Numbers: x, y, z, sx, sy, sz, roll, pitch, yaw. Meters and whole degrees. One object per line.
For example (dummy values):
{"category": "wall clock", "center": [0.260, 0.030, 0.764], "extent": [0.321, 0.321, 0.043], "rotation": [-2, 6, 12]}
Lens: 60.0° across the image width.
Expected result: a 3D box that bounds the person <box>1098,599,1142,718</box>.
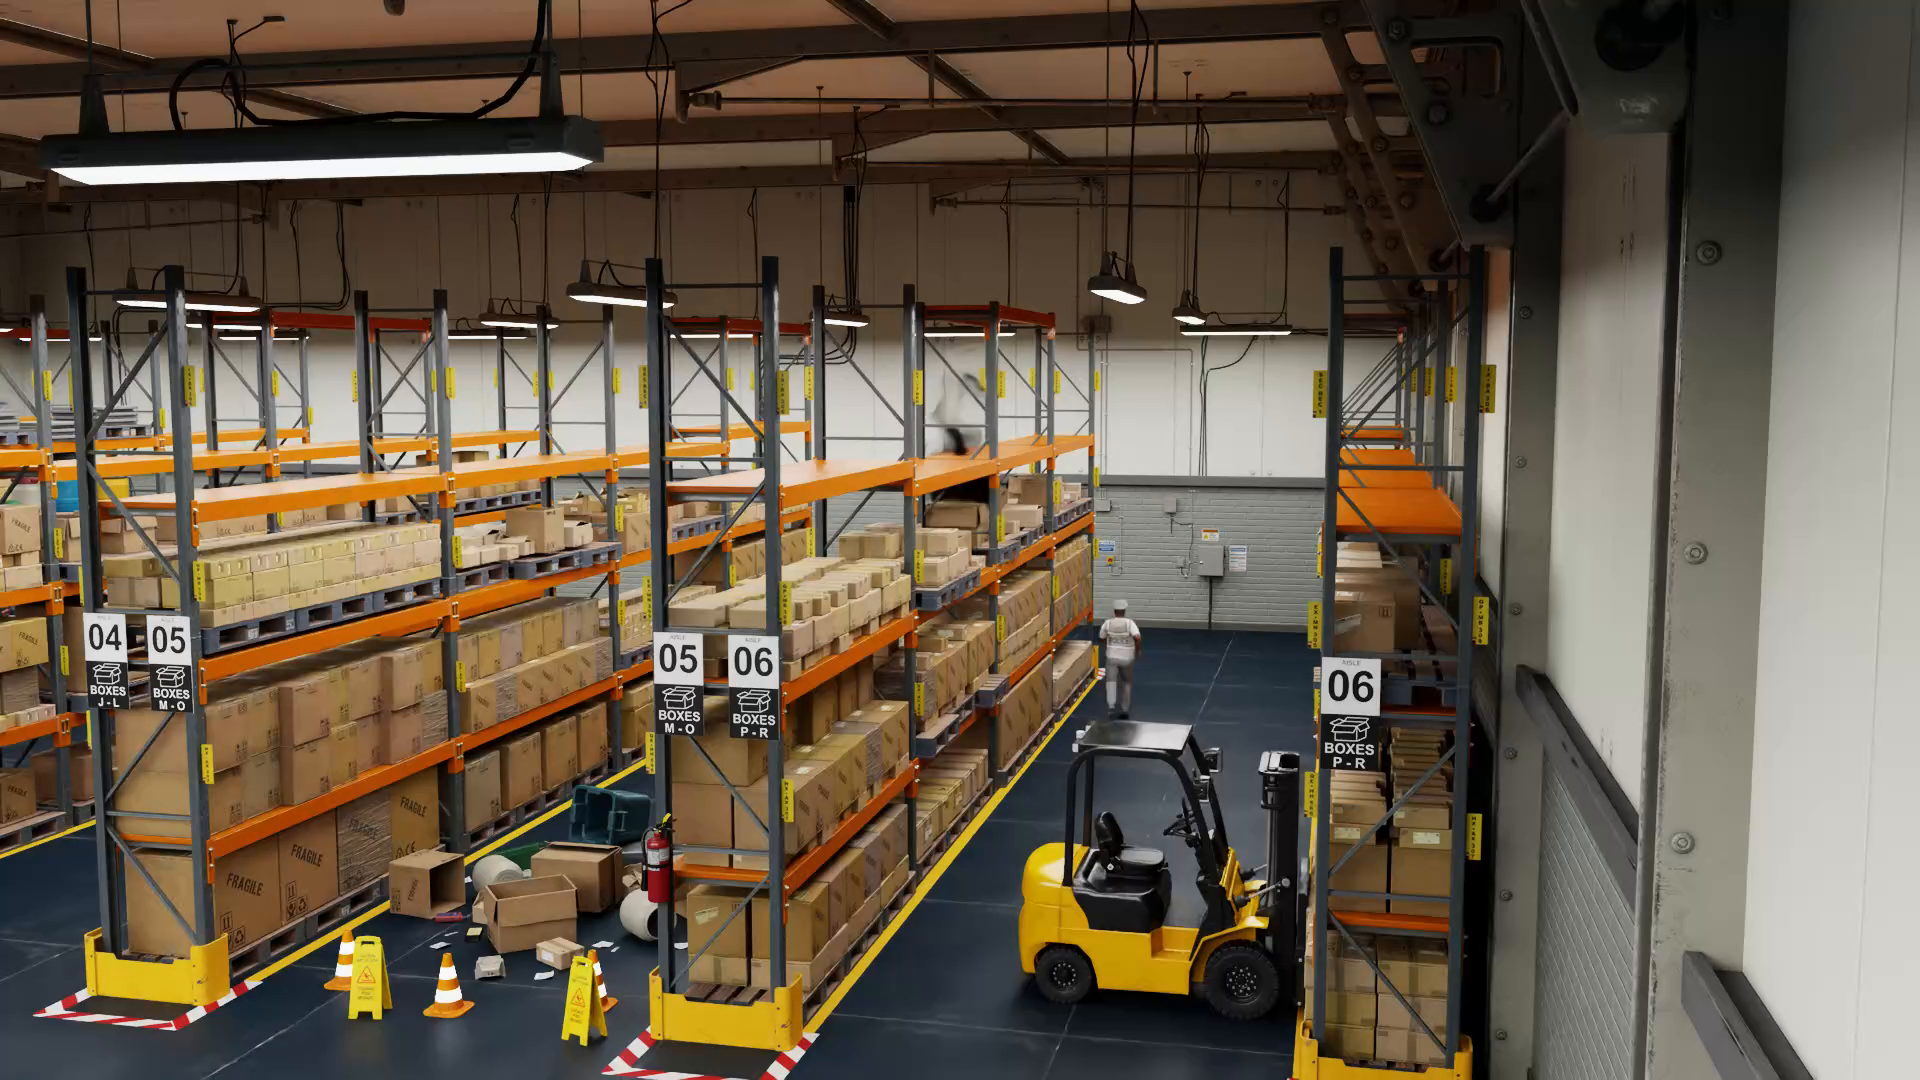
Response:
{"category": "person", "center": [2.369, 1.759, 24.676], "extent": [0.662, 1.768, 0.989], "rotation": [1, 6, 8]}
